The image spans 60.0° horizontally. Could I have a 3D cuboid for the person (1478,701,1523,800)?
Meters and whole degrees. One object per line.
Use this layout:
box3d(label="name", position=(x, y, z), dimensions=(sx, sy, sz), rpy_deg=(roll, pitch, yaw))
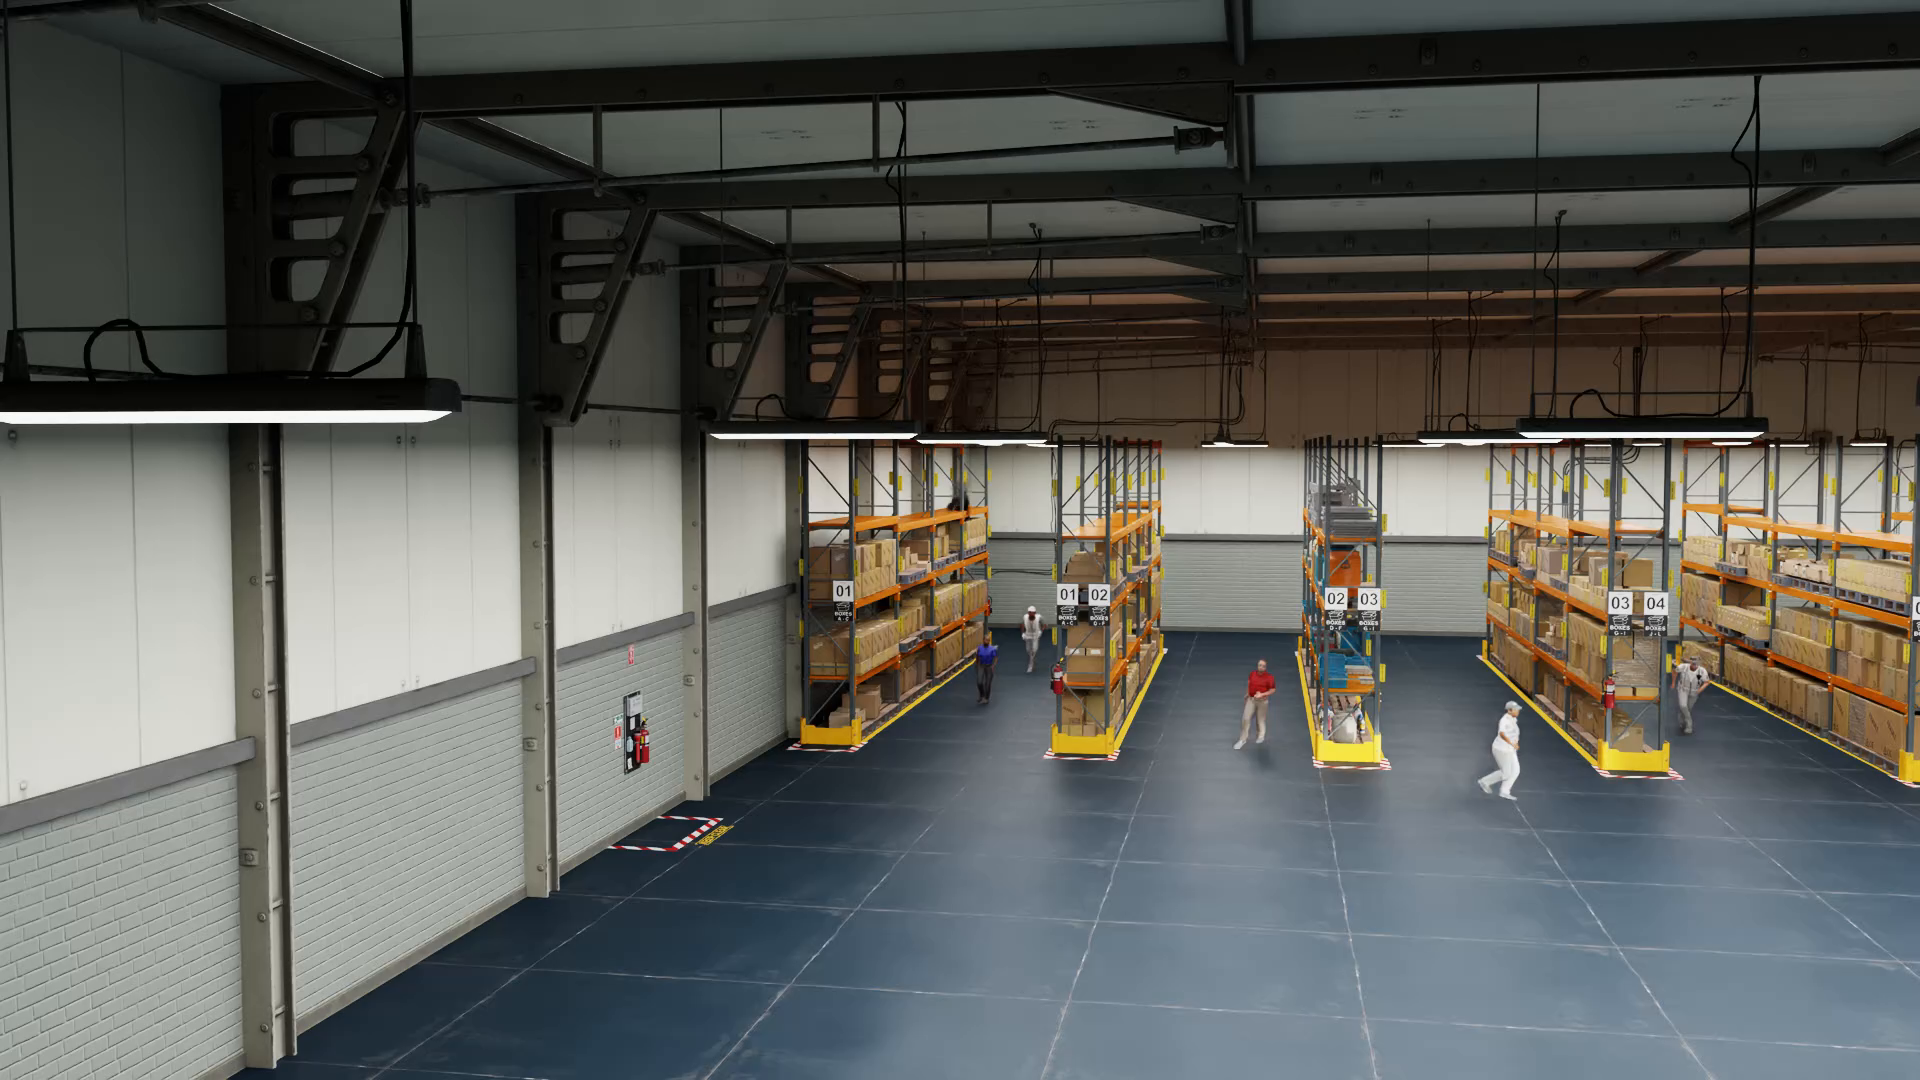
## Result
box3d(label="person", position=(8.882, 3.448, 27.320), dimensions=(0.677, 1.627, 0.593), rpy_deg=(2, 4, 31))

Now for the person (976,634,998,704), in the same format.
box3d(label="person", position=(0.586, 2.896, 37.251), dimensions=(0.572, 1.597, 0.760), rpy_deg=(0, 3, 8))

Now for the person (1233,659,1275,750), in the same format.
box3d(label="person", position=(5.716, 3.130, 31.890), dimensions=(0.724, 1.712, 0.861), rpy_deg=(2, 3, 28))

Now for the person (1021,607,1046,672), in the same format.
box3d(label="person", position=(1.907, 2.556, 43.137), dimensions=(0.679, 1.720, 0.888), rpy_deg=(0, 3, 7))

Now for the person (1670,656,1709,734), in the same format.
box3d(label="person", position=(14.791, 3.088, 33.742), dimensions=(0.674, 1.568, 1.072), rpy_deg=(1, 3, 13))
